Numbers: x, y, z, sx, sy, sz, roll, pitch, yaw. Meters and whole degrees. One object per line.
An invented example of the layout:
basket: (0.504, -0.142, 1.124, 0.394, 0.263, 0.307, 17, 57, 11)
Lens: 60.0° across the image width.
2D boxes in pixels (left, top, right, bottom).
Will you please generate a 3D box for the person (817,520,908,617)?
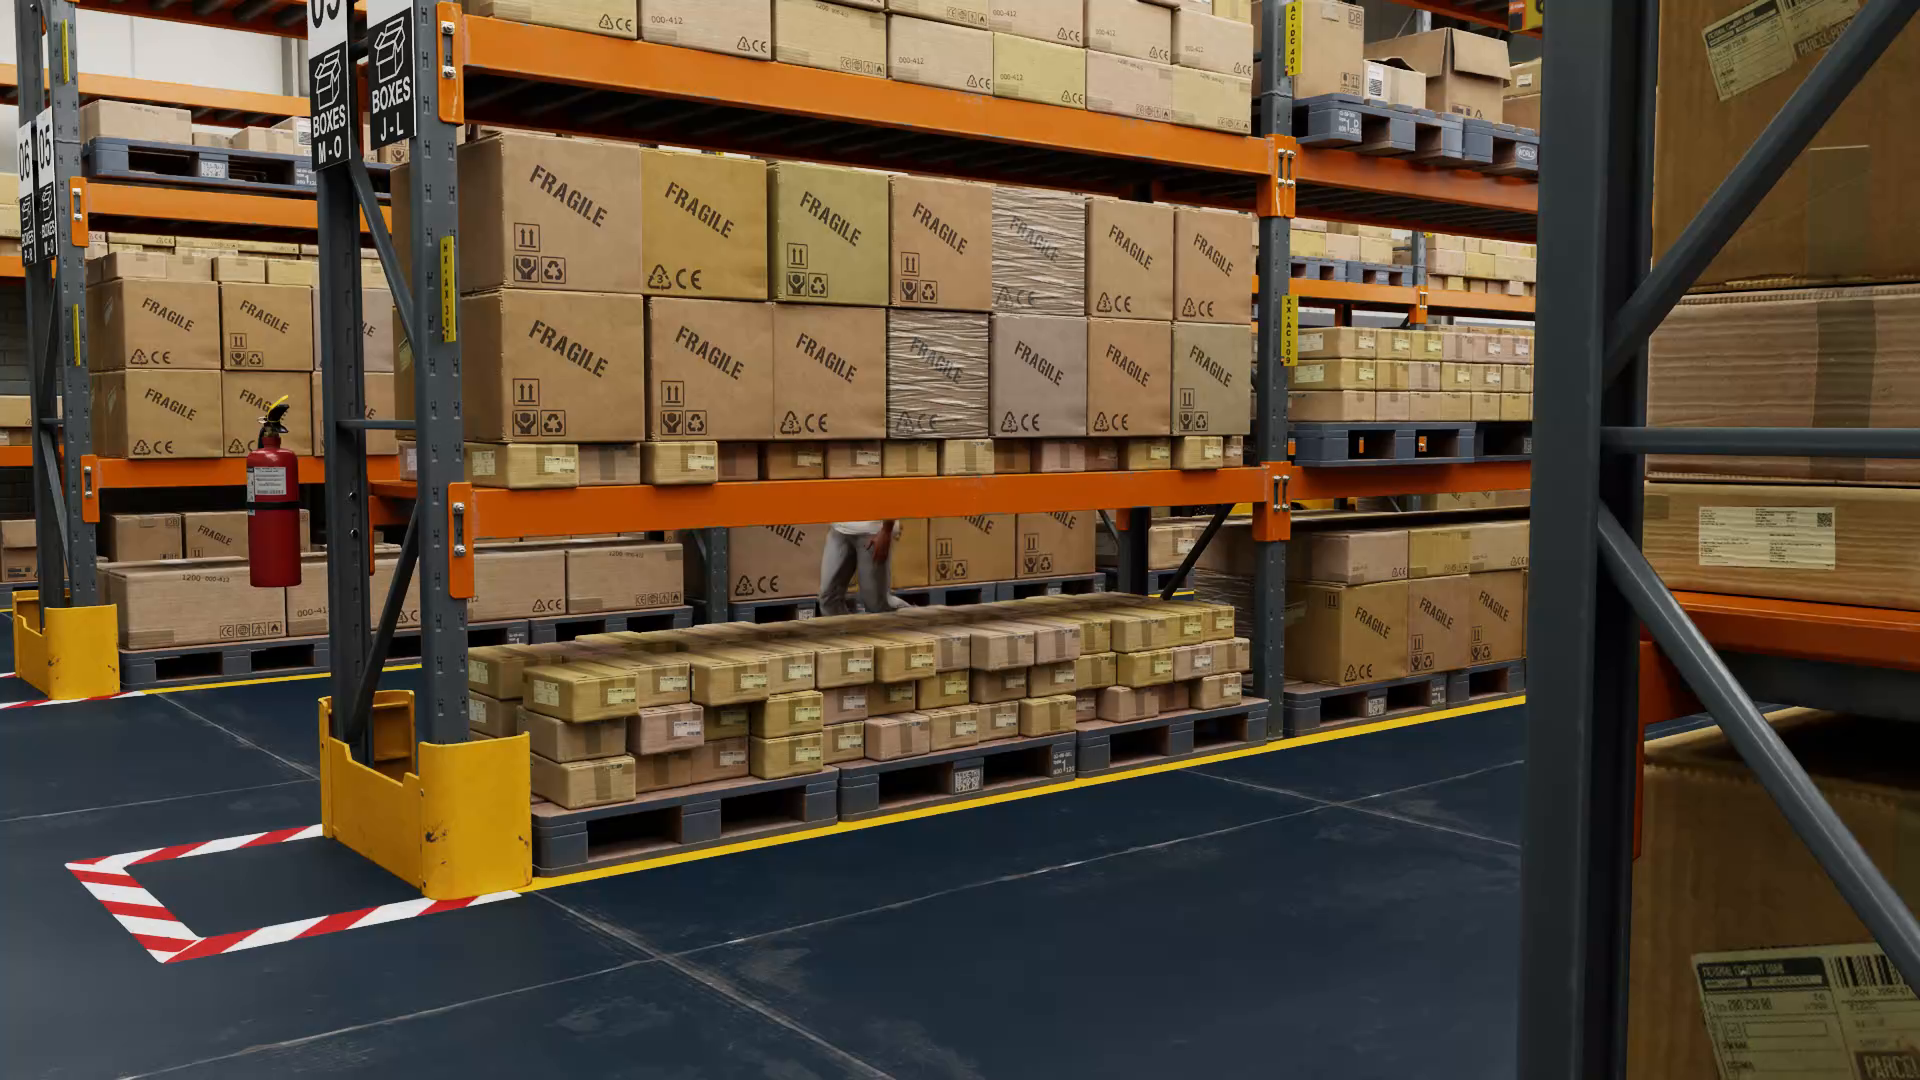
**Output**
person: (-0.539, -0.056, 9.379, 0.569, 1.743, 0.803, 4, 6, 44)
